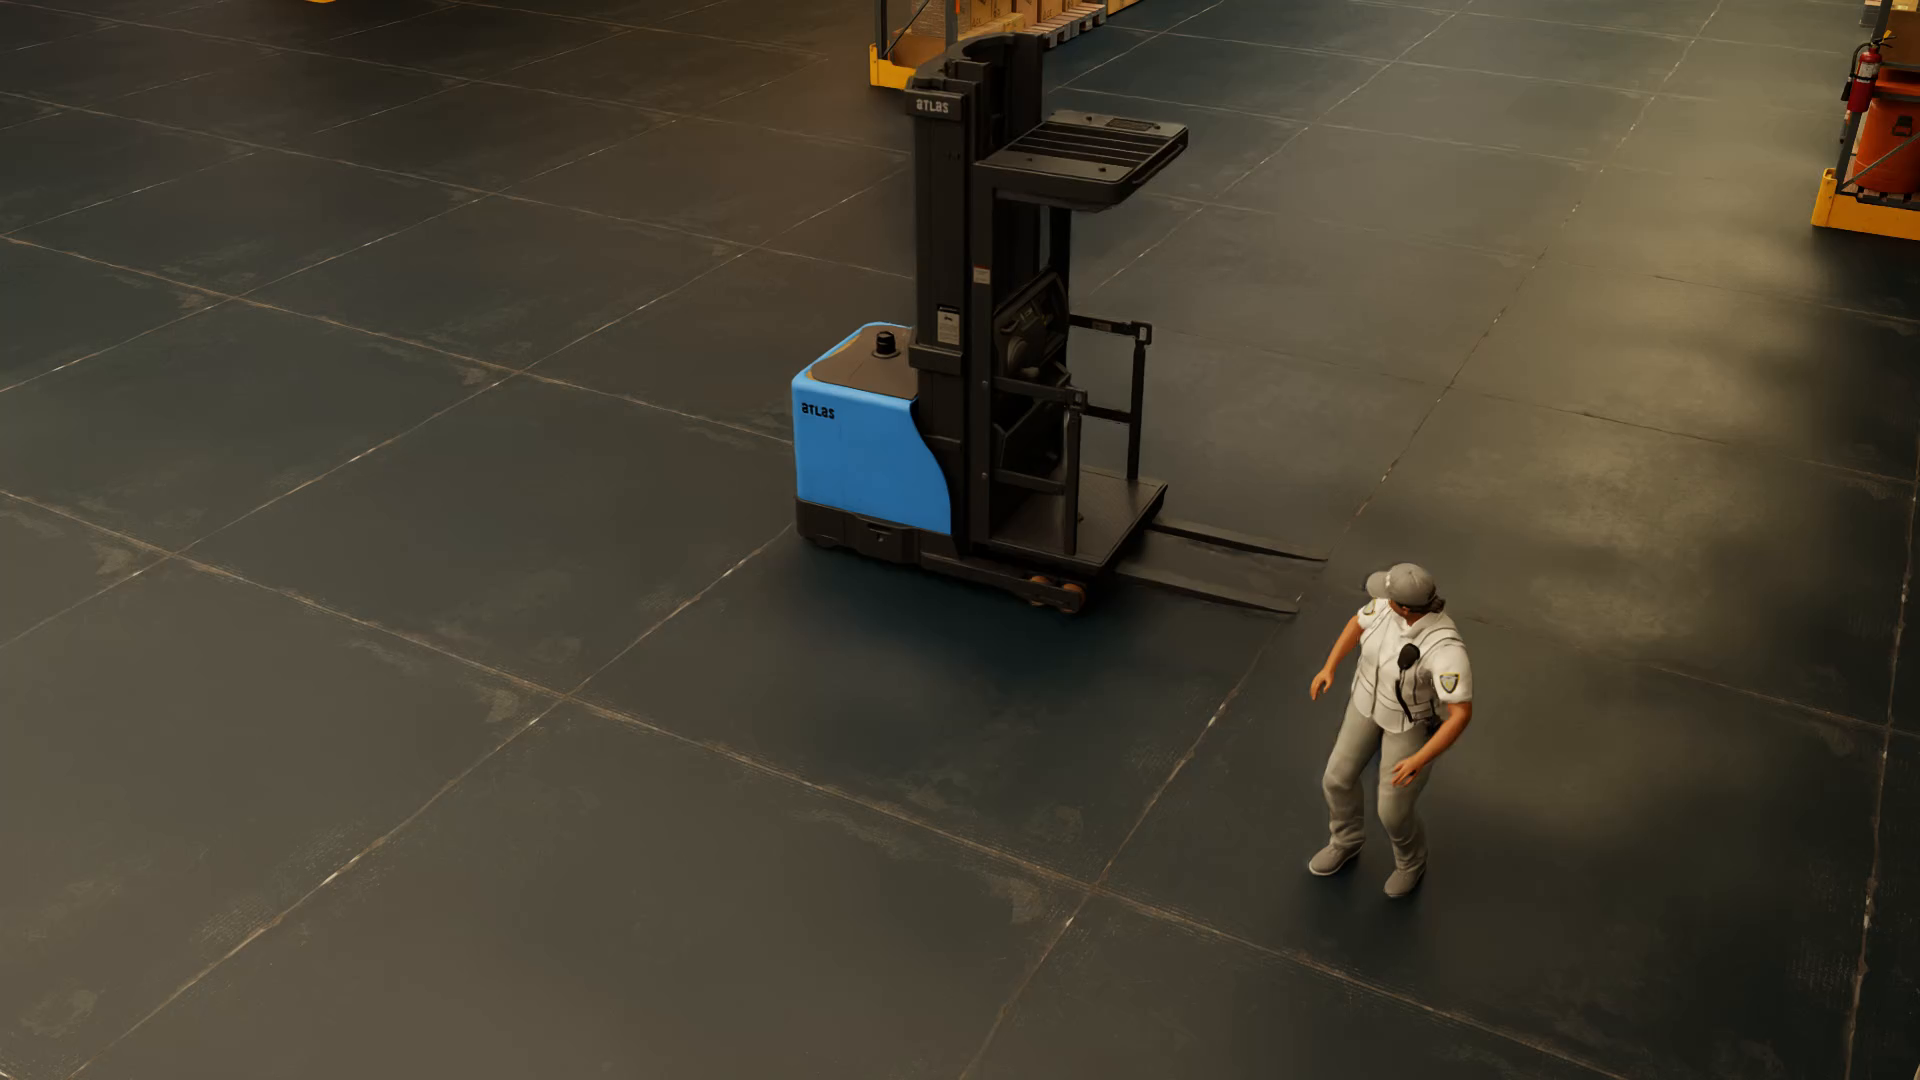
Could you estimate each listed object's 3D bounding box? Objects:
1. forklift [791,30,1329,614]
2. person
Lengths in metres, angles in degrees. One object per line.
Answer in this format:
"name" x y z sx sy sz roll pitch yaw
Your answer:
"forklift" 0.576 -1.160 9.081 3.031 2.935 1.130 13 33 22
"person" 1.827 0.800 7.058 0.611 1.620 0.719 -21 36 -32
